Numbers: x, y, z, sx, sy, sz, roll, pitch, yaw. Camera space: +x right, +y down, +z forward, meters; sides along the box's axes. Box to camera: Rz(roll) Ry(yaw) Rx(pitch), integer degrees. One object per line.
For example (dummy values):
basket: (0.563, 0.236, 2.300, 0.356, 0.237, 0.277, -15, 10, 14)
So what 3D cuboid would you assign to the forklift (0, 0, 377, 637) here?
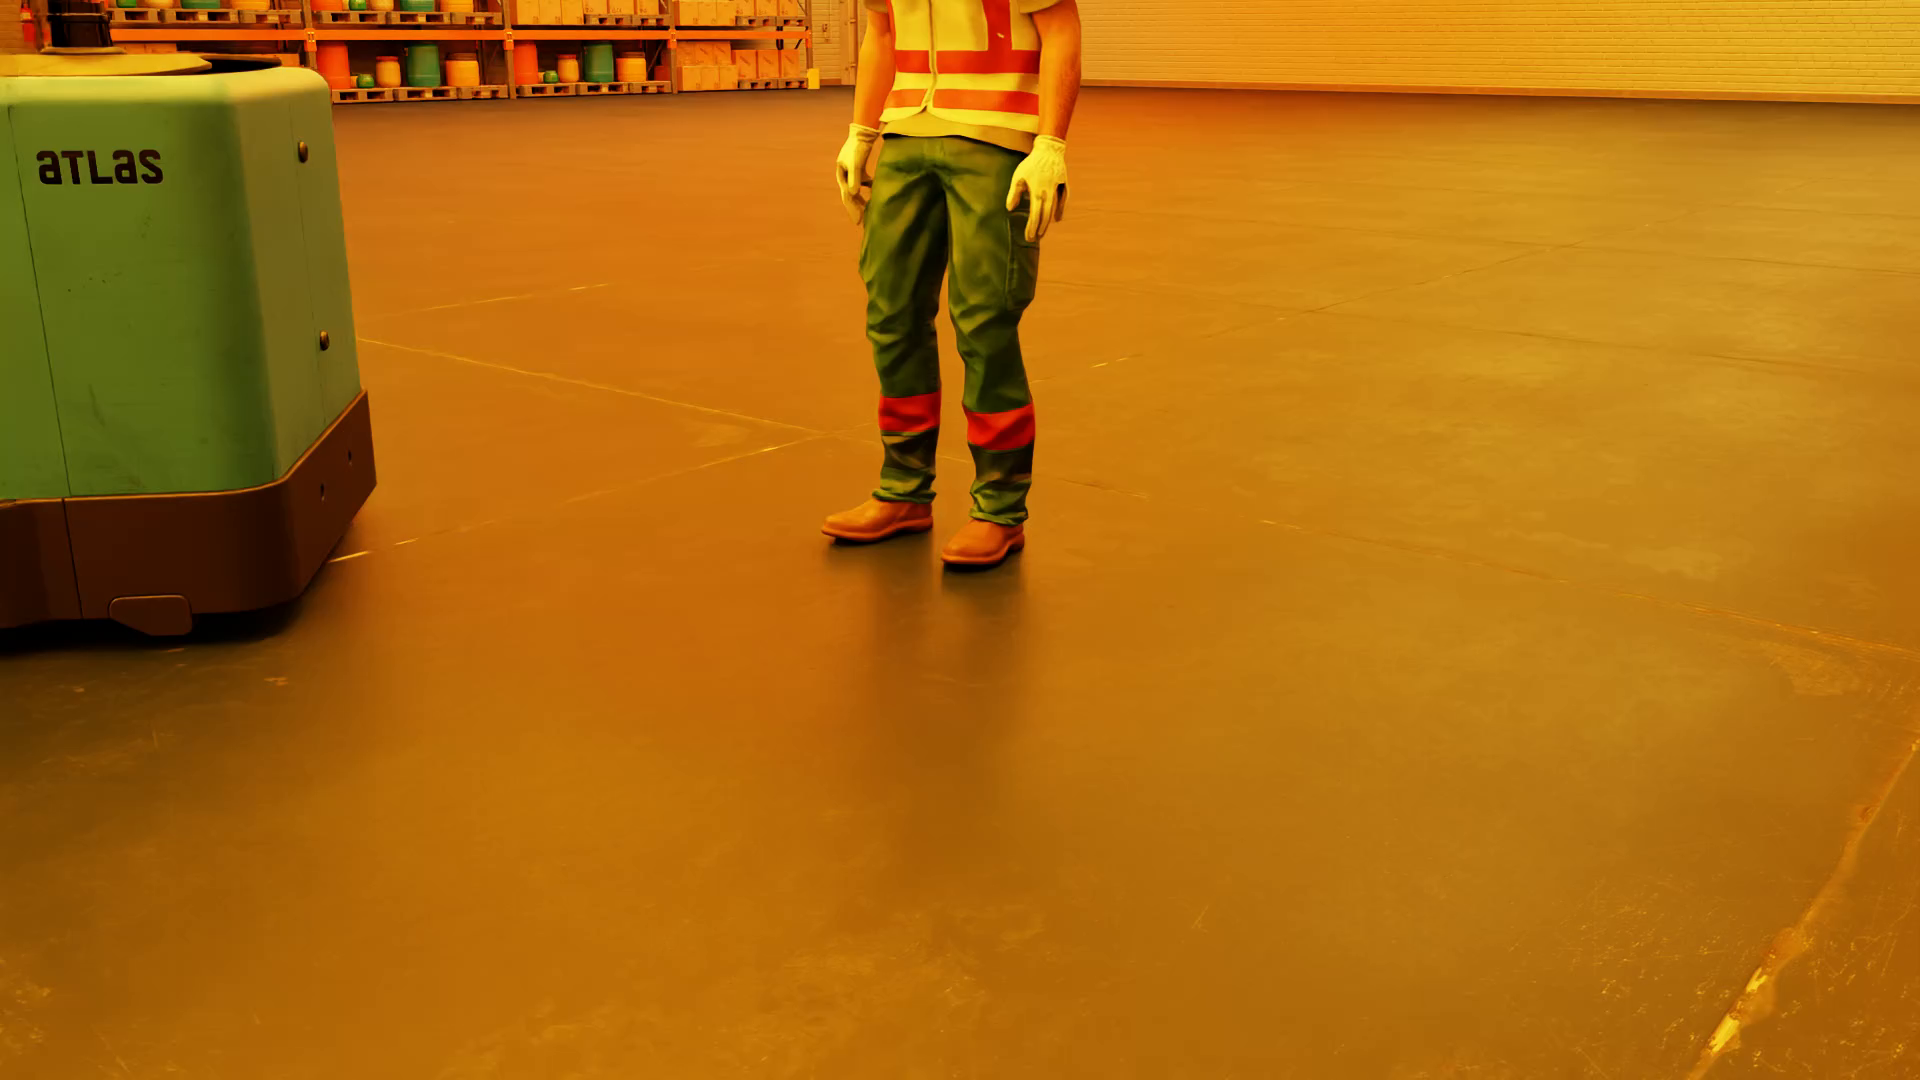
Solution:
forklift: (-2.885, -1.281, 3.115, 3.031, 2.935, 1.130, -3, 17, -8)

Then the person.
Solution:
person: (-0.022, -0.838, 3.646, 0.608, 1.778, 0.450, 13, 21, 36)
